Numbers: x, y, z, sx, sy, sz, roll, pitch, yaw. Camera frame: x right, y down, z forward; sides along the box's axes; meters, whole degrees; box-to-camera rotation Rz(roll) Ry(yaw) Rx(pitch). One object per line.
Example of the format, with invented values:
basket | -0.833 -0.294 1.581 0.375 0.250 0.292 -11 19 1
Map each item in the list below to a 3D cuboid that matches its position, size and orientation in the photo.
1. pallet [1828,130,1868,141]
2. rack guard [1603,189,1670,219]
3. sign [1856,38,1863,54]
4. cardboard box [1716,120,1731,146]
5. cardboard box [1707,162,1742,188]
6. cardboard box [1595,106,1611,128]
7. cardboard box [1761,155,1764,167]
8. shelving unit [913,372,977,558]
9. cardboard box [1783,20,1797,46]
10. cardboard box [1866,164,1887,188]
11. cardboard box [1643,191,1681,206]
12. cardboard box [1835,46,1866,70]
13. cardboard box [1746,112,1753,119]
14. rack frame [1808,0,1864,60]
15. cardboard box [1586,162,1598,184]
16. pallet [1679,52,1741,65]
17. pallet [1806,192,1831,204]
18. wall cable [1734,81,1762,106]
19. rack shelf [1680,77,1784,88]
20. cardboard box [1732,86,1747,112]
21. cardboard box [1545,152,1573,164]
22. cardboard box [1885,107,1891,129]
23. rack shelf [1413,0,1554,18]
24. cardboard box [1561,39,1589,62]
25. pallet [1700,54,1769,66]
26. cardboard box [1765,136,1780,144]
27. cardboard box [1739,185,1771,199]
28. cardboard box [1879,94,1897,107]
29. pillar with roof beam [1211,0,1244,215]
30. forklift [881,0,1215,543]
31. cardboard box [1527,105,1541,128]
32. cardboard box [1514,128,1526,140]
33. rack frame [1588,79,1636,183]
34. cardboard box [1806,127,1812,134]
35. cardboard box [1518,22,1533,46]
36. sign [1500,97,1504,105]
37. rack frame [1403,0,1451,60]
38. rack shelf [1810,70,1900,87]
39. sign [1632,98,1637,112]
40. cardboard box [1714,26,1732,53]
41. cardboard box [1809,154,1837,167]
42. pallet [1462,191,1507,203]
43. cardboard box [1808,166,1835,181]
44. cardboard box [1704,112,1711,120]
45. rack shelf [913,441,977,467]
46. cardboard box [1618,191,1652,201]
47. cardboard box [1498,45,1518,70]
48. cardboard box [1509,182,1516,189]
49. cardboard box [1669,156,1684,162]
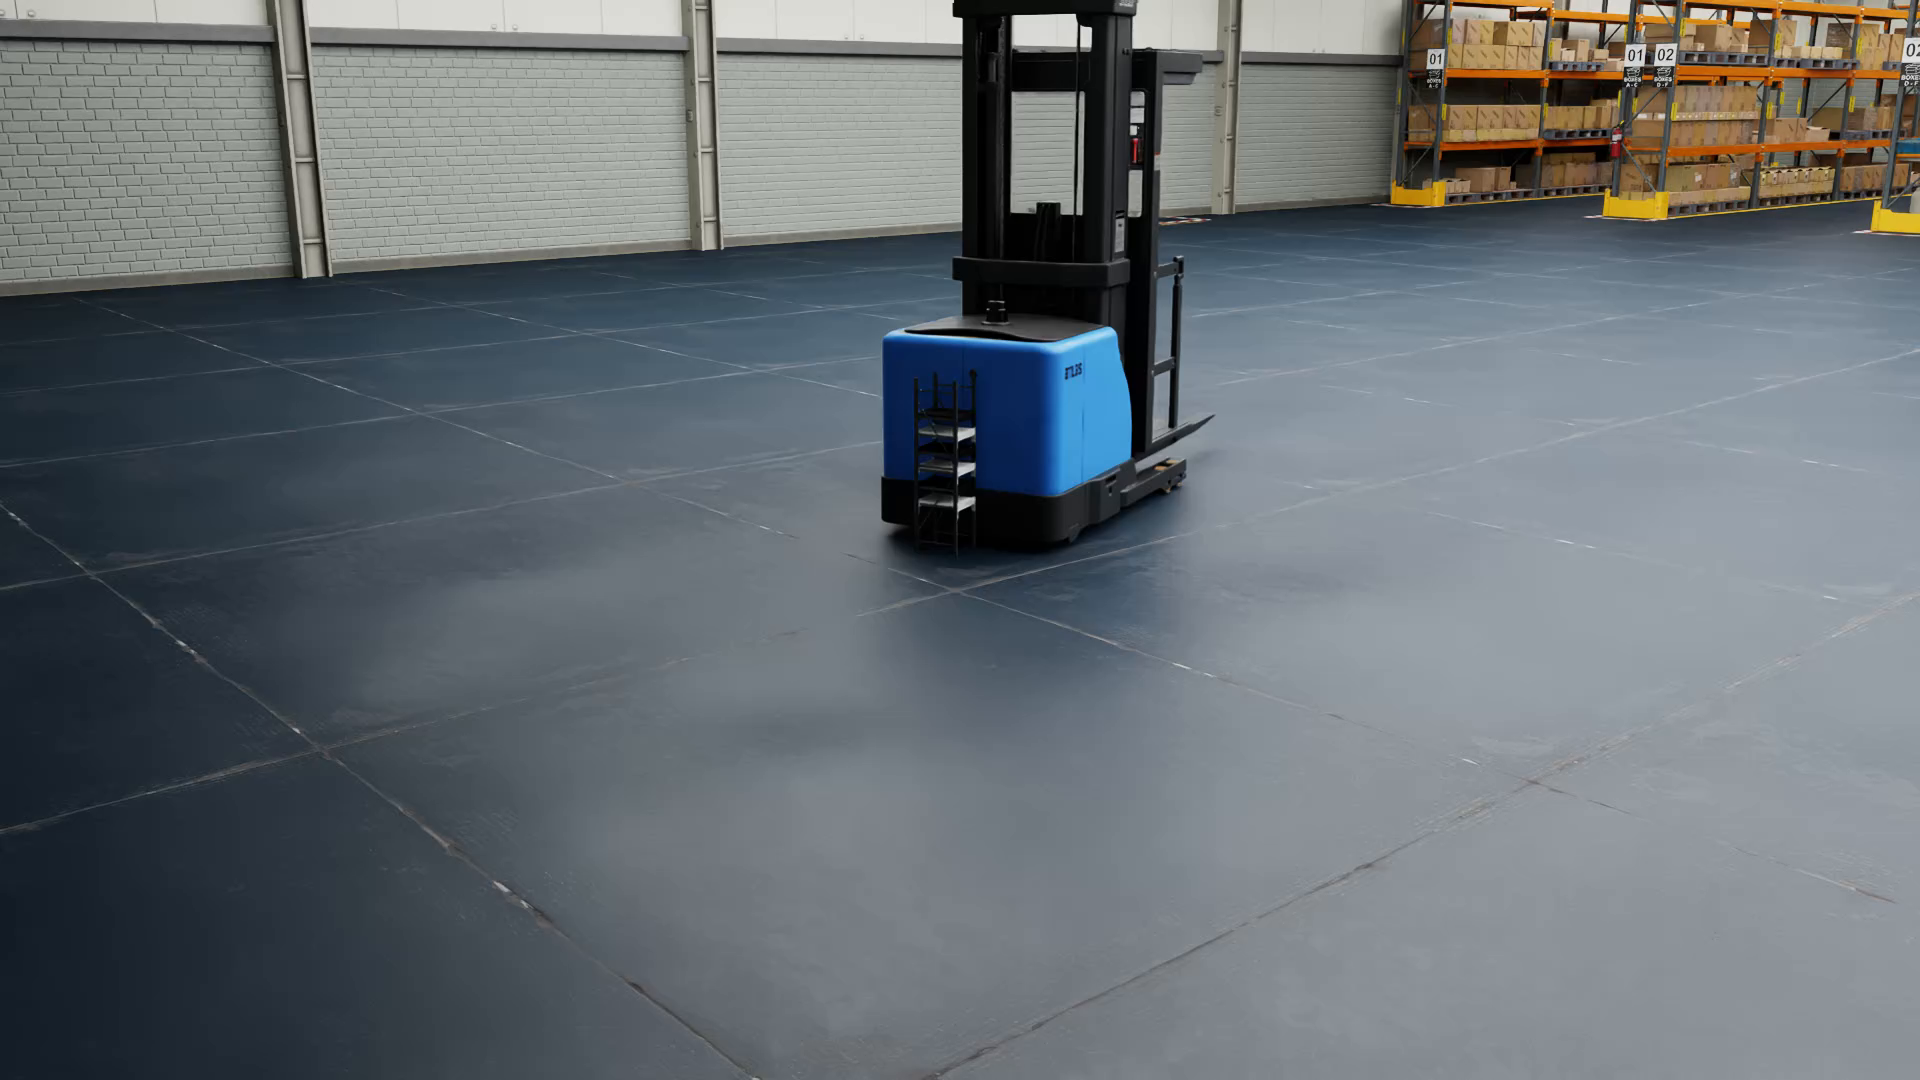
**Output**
pallet | 19.524 -9.073 37.275 1.003 0.211 1.213 -13 19 -39
rack guard | 13.006 -6.470 32.002 0.348 0.500 1.175 -13 19 -39
sign | 19.417 -10.665 35.895 0.005 0.325 0.100 -13 19 -39
cardboard box | 14.936 -8.156 33.279 0.500 0.500 0.700 -12 19 -39
cardboard box | 15.450 -7.392 33.674 0.500 0.500 0.500 -13 19 -39
cardboard box | 15.052 -10.080 39.628 0.700 0.500 0.500 14 20 42
cardboard box | 21.377 -10.213 45.202 0.500 0.500 0.700 -13 19 -39
shelving unit | -0.075 -0.383 8.440 0.258 0.900 0.210 8 17 26
cardboard box | 16.947 -10.499 34.454 0.500 0.500 0.500 -10 18 -34
cardboard box | 21.135 -8.413 38.424 0.500 0.500 0.500 -12 19 -39
cardboard box | 13.574 -6.604 32.174 0.500 0.250 0.500 -13 19 -39
cardboard box | 19.366 -10.615 36.670 0.500 0.500 0.910 -13 19 -39
cardboard box | 15.789 -8.592 33.651 0.250 0.149 0.380 -13 20 -41
rack frame | 19.059 -11.935 35.995 0.127 3.000 1.000 -13 19 -39
cardboard box | 14.830 -8.809 39.906 0.500 0.500 0.700 -13 20 -39
pallet | 14.495 -9.410 32.527 1.213 0.211 1.003 -13 19 -39
pallet | 18.412 -7.558 36.635 1.213 0.211 1.003 -13 19 -39
wall cable | 22.184 -12.248 46.821 1.851 1.984 0.084 -13 19 -39
rack shelf | 20.330 -12.119 43.888 4.000 0.370 1.077 -13 19 -39
cardboard box | 15.330 -8.872 33.444 0.500 0.500 0.700 -13 20 -39
cardboard box | 14.051 -8.982 39.102 0.500 0.250 0.500 -13 20 -41
cardboard box | 21.095 -9.800 38.619 0.500 0.500 0.700 -9 17 -31
rack shelf | 11.278 -11.533 35.891 4.000 0.370 1.077 -13 19 -39
cardboard box | 14.182 -11.309 38.456 0.500 0.500 0.500 -14 20 -41
pallet | 15.415 -9.616 33.297 1.213 0.211 1.003 -13 19 -39
cardboard box | 16.844 -8.348 34.677 0.250 0.149 0.380 -13 19 -39
cardboard box | 16.508 -7.254 34.608 0.500 0.250 0.500 -13 20 -41
cardboard box | 22.288 -10.382 39.673 0.500 0.500 0.500 -13 19 -39
pillar with roof beam | 8.029 -9.976 28.661 0.400 9.000 9.100 -13 19 -39
forklift | 0.702 -1.733 9.558 1.130 2.935 3.031 8 17 26
cardboard box | 12.633 -9.482 37.235 0.500 0.500 0.500 -13 20 -39
cardboard box | 12.247 -9.038 37.026 0.500 0.250 0.500 -13 19 -39
rack frame | 15.804 -10.001 40.377 0.127 3.000 1.000 -13 19 -39
cardboard box | 18.257 -8.880 36.354 0.500 0.311 0.500 -13 20 -40
cardboard box | 12.178 -11.080 36.436 0.500 0.500 0.500 -11 19 -36
sign | 12.420 -9.990 38.093 0.005 0.325 0.100 -13 19 -39
rack frame | 9.769 -11.544 34.529 0.127 3.000 1.000 -13 19 -39
rack shelf | 20.567 -10.477 37.743 4.000 0.370 1.077 -13 19 -39
sign | 16.167 -10.418 39.848 0.005 0.325 0.100 -13 19 -39
cardboard box | 14.716 -9.874 32.807 0.637 0.503 0.797 -10 18 -33
cardboard box | 19.650 -8.618 37.741 0.500 0.250 0.500 -12 19 -37
pallet | 11.382 -7.647 36.970 1.213 0.211 1.003 -13 19 -39
cardboard box | 18.825 -8.045 36.485 0.500 0.311 0.500 -12 19 -38
cardboard box | 14.431 -8.286 32.509 0.250 0.149 0.380 -13 20 -40
rack shelf | -0.075 -0.438 8.426 0.258 0.077 0.200 8 17 26
cardboard box | 13.234 -6.704 32.551 0.500 0.250 0.500 -13 19 -39
cardboard box | 11.785 -10.512 36.246 0.500 0.500 0.500 -14 20 -41
cardboard box | 12.403 -8.070 37.788 0.380 0.166 0.250 13 20 40
cardboard box | 17.748 -9.556 42.064 0.750 0.750 0.750 -12 19 -38
